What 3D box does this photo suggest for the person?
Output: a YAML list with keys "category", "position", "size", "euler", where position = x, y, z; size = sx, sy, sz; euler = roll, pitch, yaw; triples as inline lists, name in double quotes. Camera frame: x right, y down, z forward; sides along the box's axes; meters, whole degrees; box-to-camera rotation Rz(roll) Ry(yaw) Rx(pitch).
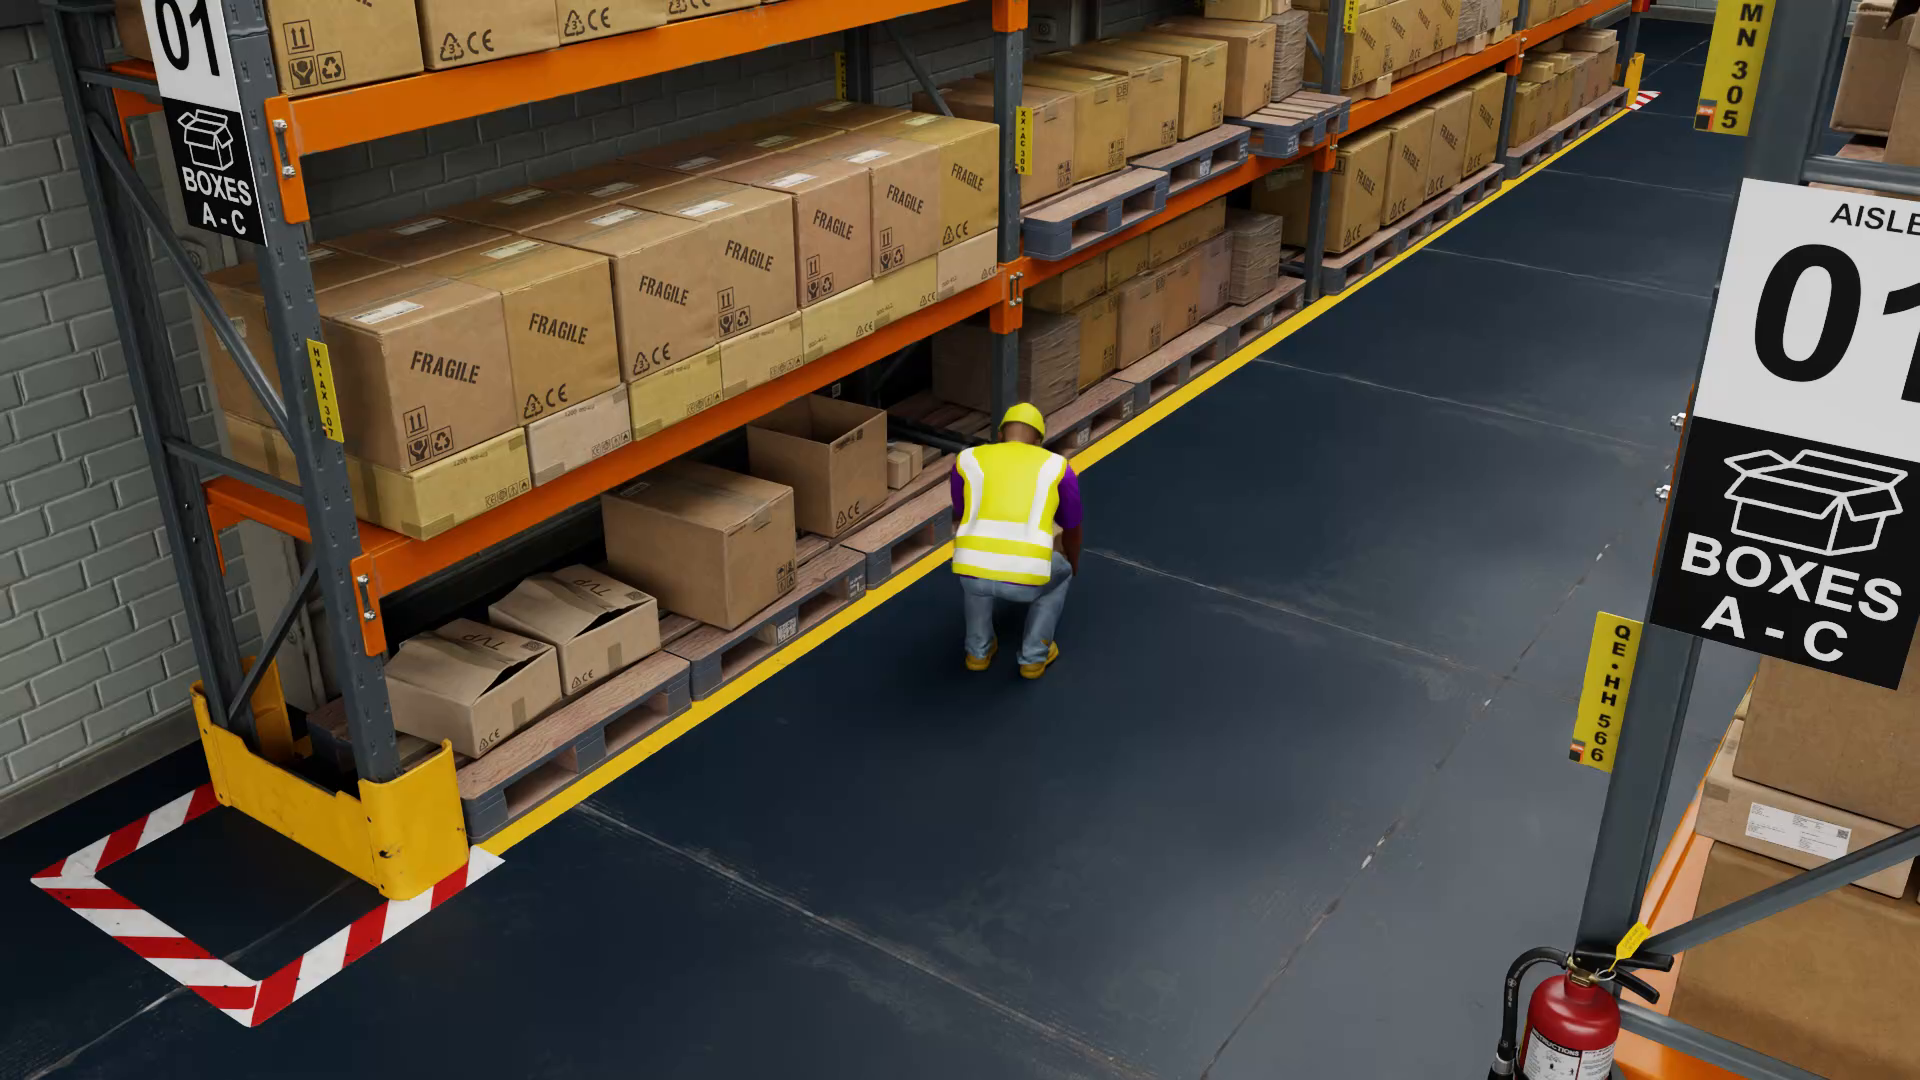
- category: "person"
  position: [0.206, 0.011, 7.344]
  size: [0.594, 1.071, 0.863]
  euler: [8, 28, 15]
